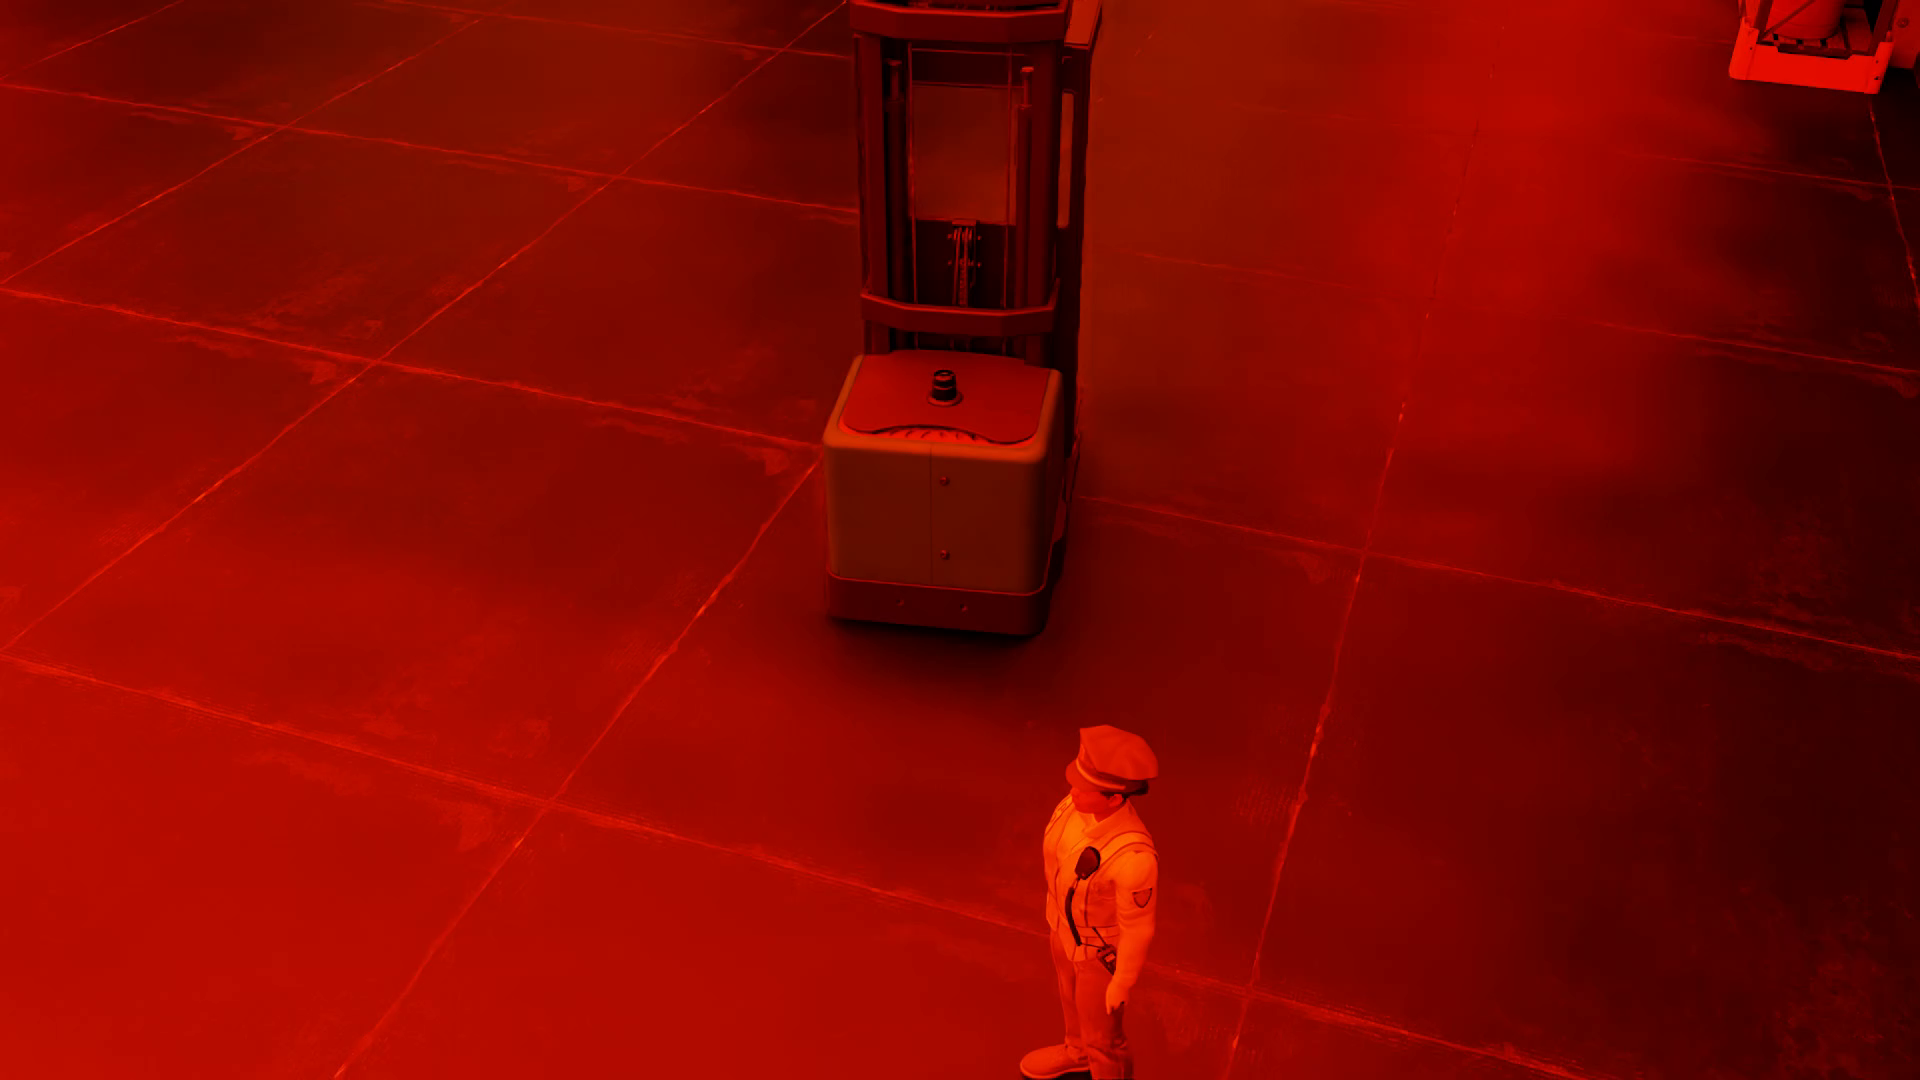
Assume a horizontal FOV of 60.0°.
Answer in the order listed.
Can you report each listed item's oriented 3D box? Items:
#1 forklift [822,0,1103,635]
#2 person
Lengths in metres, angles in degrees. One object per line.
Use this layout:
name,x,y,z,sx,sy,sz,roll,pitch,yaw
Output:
forklift,0.090,-1.587,8.349,1.130,2.935,3.031,5,36,7
person,0.426,1.283,5.378,0.331,1.690,0.474,-12,37,-17
